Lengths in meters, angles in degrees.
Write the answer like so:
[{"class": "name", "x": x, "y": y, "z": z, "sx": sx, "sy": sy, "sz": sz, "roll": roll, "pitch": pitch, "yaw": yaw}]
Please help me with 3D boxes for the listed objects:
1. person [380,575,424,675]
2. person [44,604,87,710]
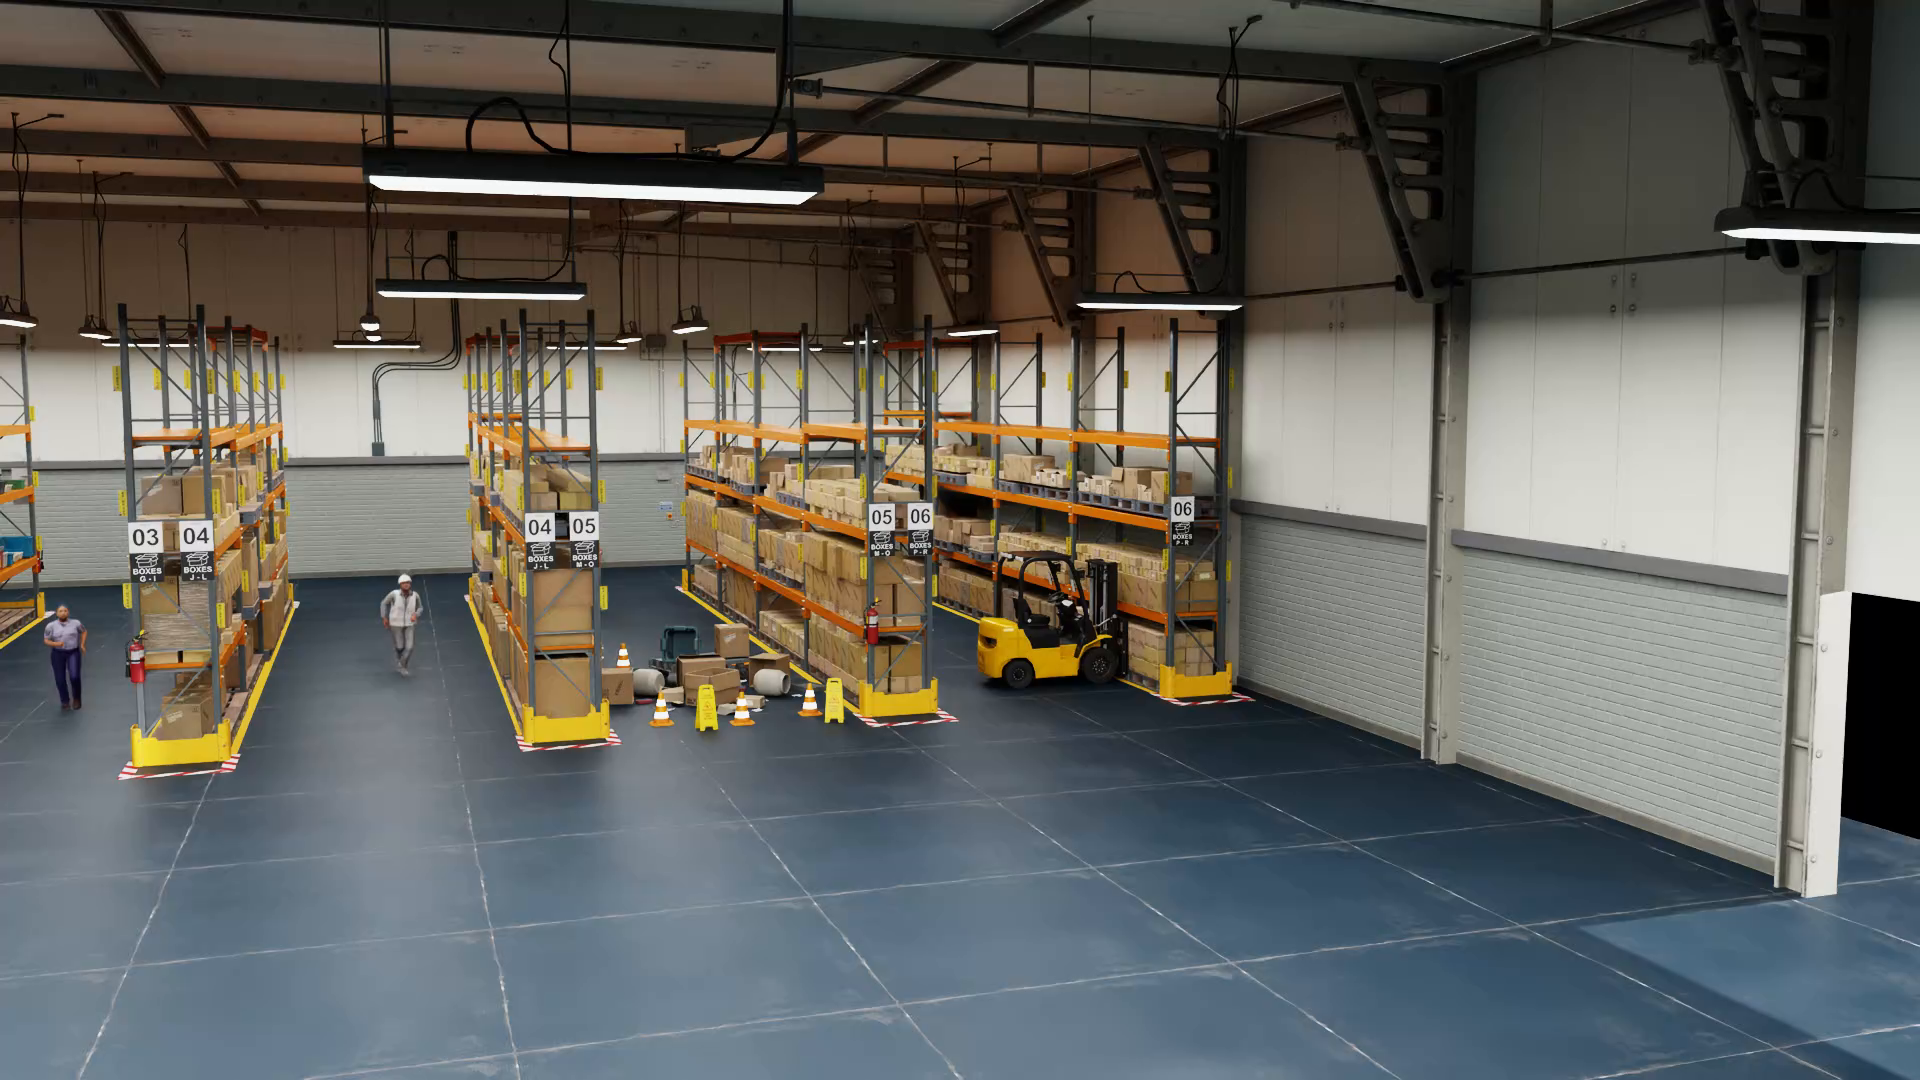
[{"class": "person", "x": -9.574, "y": 1.454, "z": 28.582, "sx": 0.693, "sy": 1.730, "sz": 0.682, "roll": -3, "pitch": 6, "yaw": -27}, {"class": "person", "x": -13.593, "y": 1.790, "z": 25.294, "sx": 0.579, "sy": 1.629, "sz": 0.643, "roll": -3, "pitch": 6, "yaw": -27}]
